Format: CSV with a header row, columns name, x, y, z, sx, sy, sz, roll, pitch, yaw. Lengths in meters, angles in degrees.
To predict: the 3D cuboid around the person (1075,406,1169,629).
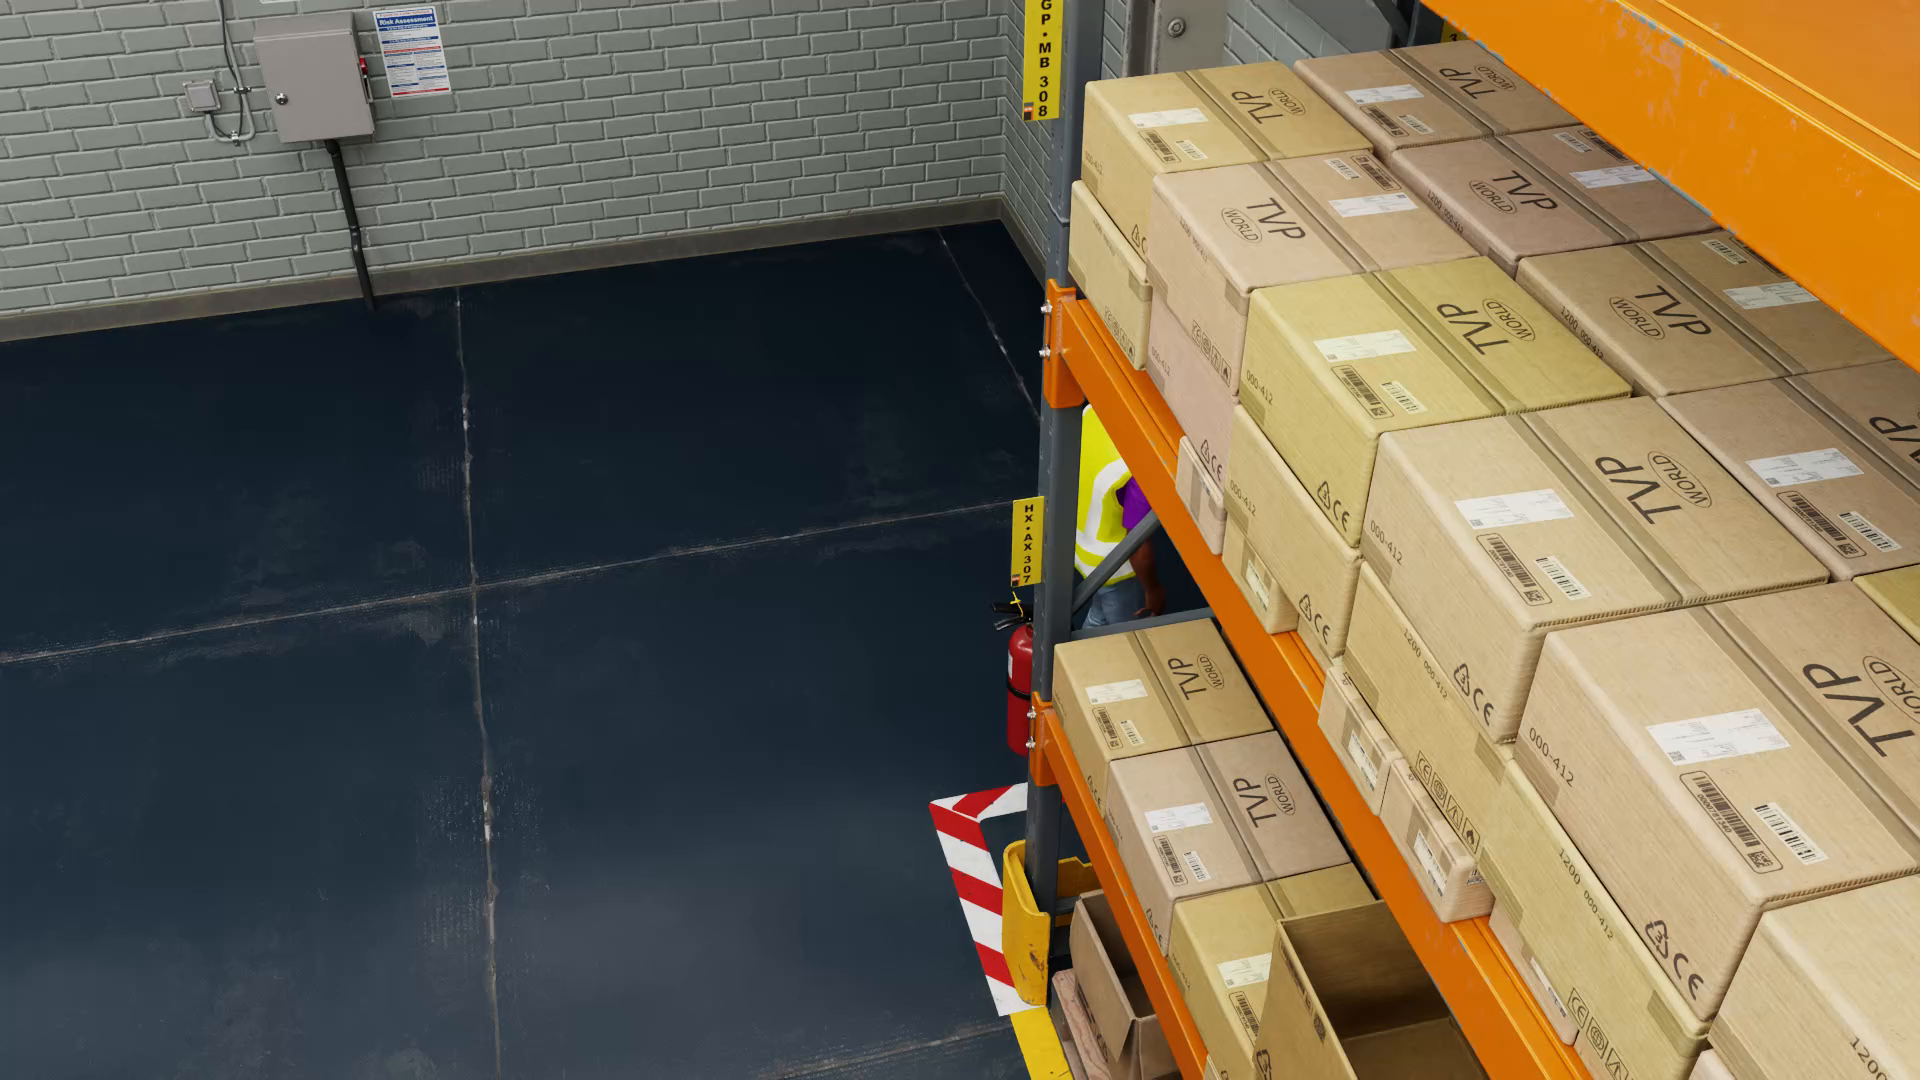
name,x,y,z,sx,sy,sz,roll,pitch,yaw
person,0.657,0.039,6.650,0.460,1.761,0.637,-10,39,-13
